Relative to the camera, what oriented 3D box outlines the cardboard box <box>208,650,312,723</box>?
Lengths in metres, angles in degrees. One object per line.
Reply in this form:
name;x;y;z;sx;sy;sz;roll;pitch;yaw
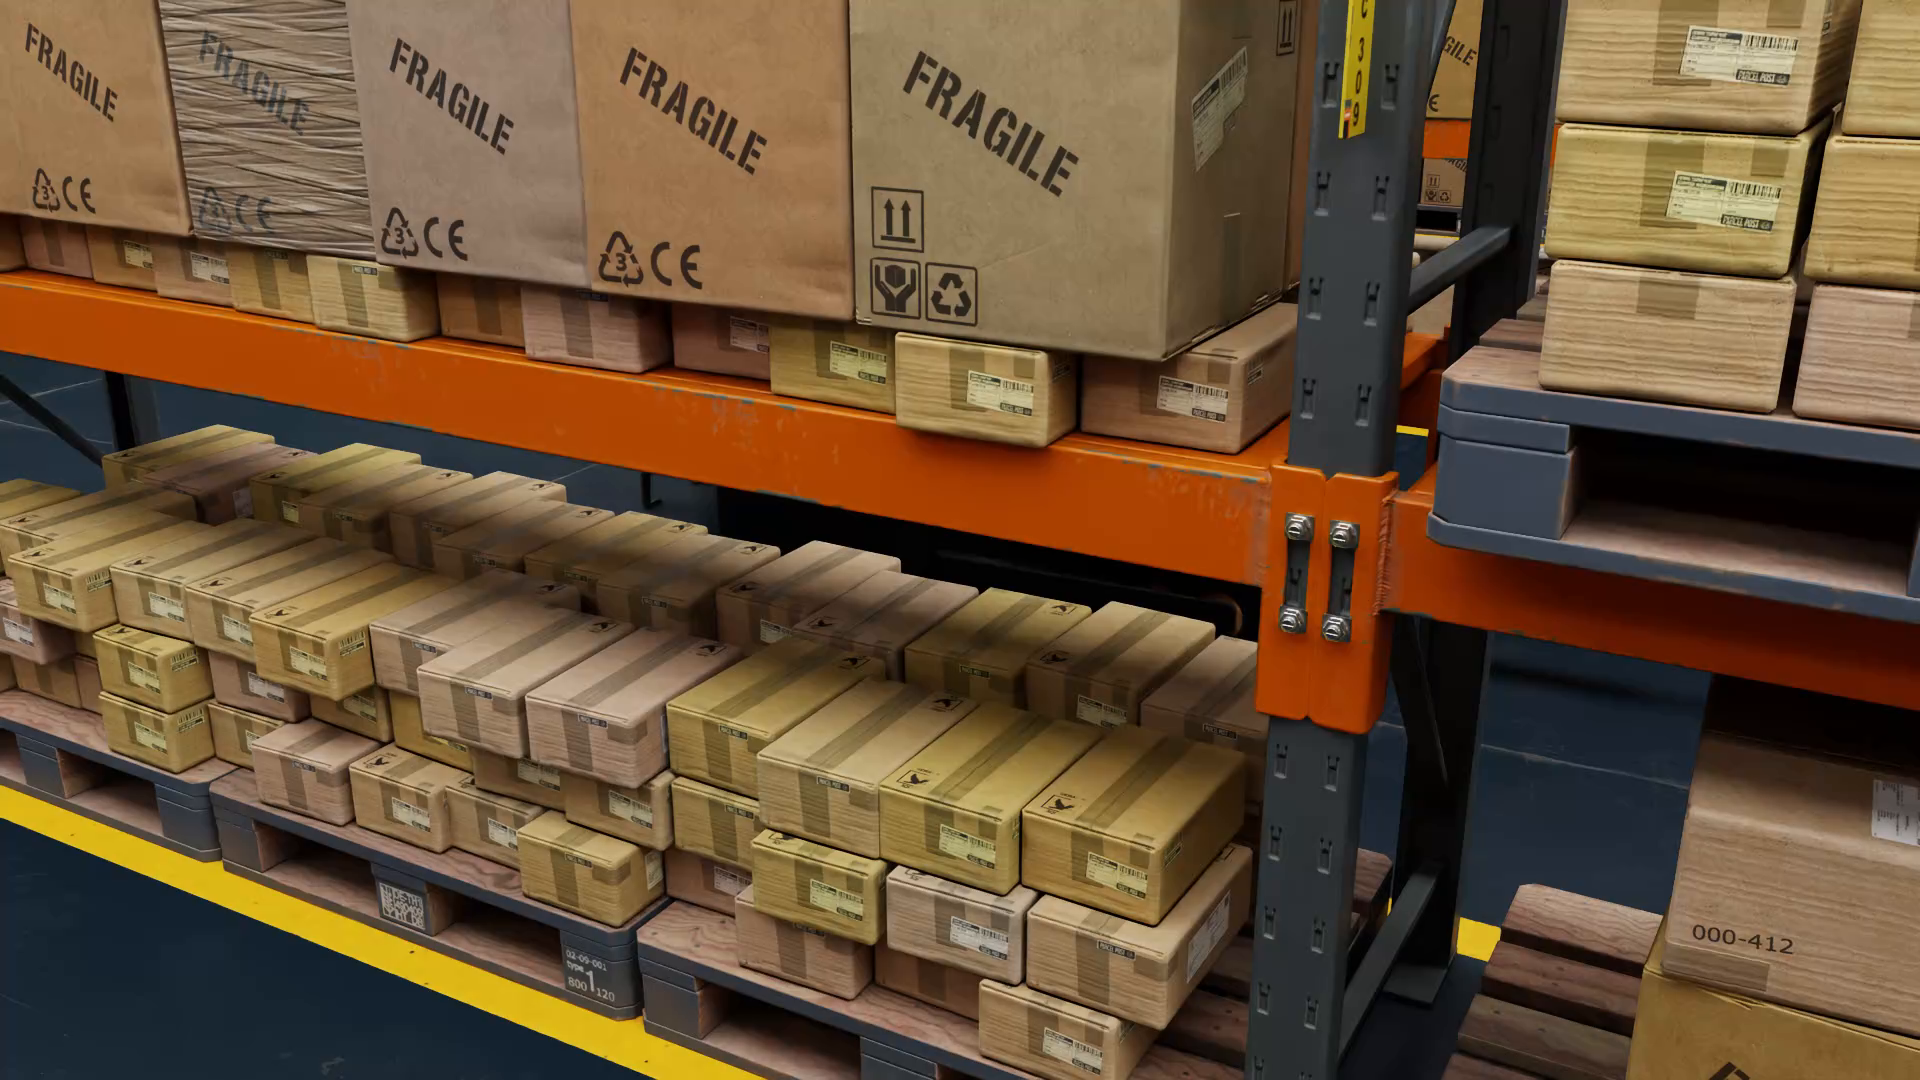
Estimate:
cardboard box;-1.502;0.263;3.870;0.250;0.149;0.380;10;22;25

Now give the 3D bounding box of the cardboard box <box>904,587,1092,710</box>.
cardboard box;0.084;0.248;3.476;0.250;0.149;0.380;10;22;27

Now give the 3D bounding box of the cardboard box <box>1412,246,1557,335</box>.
cardboard box;2.571;-1.026;7.435;0.875;0.438;0.875;10;22;27

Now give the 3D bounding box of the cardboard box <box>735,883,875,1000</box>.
cardboard box;-0.216;0.680;3.156;0.250;0.149;0.380;10;22;26

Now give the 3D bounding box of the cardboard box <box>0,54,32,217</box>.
cardboard box;-2.015;-1.019;3.694;0.500;0.500;0.500;11;23;27

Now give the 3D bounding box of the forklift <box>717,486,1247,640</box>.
forklift;0.726;-1.258;5.035;3.031;2.935;1.130;9;22;24

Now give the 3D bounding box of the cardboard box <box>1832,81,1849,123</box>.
cardboard box;1.184;-0.618;2.485;0.250;0.149;0.380;12;23;29

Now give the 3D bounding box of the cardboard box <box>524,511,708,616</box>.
cardboard box;-0.811;0.071;3.963;0.250;0.149;0.380;11;23;28

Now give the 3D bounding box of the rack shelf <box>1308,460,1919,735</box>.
rack shelf;2.487;0.265;1.791;4.000;0.370;1.077;11;23;27

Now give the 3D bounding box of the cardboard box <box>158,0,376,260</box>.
cardboard box;-1.145;-0.851;3.230;0.500;0.500;0.500;10;22;26

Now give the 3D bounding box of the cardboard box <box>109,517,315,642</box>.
cardboard box;-1.746;0.087;3.919;0.250;0.149;0.380;10;22;25

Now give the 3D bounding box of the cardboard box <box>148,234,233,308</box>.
cardboard box;-1.458;-0.607;3.507;0.250;0.149;0.380;10;22;26

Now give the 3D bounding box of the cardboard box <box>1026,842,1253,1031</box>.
cardboard box;0.310;0.639;2.832;0.250;0.149;0.380;11;23;28

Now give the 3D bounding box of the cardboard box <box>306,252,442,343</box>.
cardboard box;-1.023;-0.504;3.224;0.250;0.149;0.380;11;23;28

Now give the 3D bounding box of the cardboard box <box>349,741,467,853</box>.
cardboard box;-1.093;0.507;3.632;0.250;0.149;0.380;11;23;27

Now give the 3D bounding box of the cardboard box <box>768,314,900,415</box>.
cardboard box;-0.105;-0.338;2.767;0.250;0.149;0.380;12;23;29

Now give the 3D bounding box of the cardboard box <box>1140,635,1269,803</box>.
cardboard box;0.541;0.338;3.226;0.250;0.149;0.380;12;23;29

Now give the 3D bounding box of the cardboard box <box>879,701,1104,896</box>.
cardboard box;0.060;0.445;2.932;0.250;0.149;0.380;11;23;28

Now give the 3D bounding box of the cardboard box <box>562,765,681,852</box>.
cardboard box;-0.578;0.451;3.351;0.250;0.149;0.380;11;23;29

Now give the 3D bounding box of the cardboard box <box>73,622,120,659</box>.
cardboard box;-1.951;0.172;4.120;0.250;0.149;0.380;11;23;28

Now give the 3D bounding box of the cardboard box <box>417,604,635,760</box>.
cardboard box;-0.872;0.281;3.385;0.250;0.149;0.380;10;22;25

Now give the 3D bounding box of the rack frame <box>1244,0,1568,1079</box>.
rack frame;0.740;-0.406;2.585;0.127;3.000;1.000;11;23;27

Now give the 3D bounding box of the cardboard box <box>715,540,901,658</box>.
cardboard box;-0.337;0.144;3.761;0.250;0.149;0.380;11;23;28

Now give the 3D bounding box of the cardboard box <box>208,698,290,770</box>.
cardboard box;-1.523;0.402;3.923;0.250;0.149;0.380;11;23;27

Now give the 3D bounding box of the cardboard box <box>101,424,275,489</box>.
cardboard box;-2.166;-0.195;4.697;0.250;0.149;0.380;11;23;28

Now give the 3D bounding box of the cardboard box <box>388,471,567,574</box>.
cardboard box;-1.230;-0.041;4.272;0.250;0.149;0.380;12;23;29

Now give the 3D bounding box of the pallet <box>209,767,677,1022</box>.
pallet;-0.932;0.601;3.898;1.213;0.211;1.003;11;23;27

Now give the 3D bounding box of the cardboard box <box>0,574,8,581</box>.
cardboard box;-2.419;0.096;4.332;0.250;0.149;0.380;12;23;30

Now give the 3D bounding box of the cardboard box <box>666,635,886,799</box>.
cardboard box;-0.349;0.339;3.223;0.250;0.149;0.380;12;23;29

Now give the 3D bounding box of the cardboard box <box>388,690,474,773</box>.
cardboard box;-1.014;0.344;3.647;0.250;0.149;0.380;12;23;30

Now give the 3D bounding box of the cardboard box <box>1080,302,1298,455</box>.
cardboard box;0.377;-0.265;2.567;0.250;0.149;0.380;11;22;27

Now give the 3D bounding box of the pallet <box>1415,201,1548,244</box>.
pallet;3.816;-2.381;12.119;1.213;0.211;1.003;11;23;27

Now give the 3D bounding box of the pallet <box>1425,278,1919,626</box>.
pallet;1.337;-0.145;2.148;1.213;0.211;1.003;11;23;27

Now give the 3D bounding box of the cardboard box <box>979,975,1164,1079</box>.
cardboard box;0.232;0.773;2.900;0.250;0.149;0.380;11;23;28

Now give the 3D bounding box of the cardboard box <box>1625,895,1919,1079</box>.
cardboard box;1.256;0.774;2.383;0.500;0.500;0.500;12;23;29

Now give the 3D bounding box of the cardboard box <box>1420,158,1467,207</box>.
cardboard box;3.620;-2.661;11.851;0.500;0.500;0.500;11;23;28

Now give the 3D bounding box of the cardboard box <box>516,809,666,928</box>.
cardboard box;-0.672;0.601;3.374;0.250;0.149;0.380;11;23;27

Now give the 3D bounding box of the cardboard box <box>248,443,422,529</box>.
cardboard box;-1.686;-0.131;4.520;0.250;0.149;0.380;10;22;26

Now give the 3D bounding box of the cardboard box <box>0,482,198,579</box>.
cardboard box;-2.161;-0.010;4.185;0.250;0.149;0.380;11;23;28

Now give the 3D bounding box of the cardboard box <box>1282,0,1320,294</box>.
cardboard box;0.431;-0.750;2.951;0.500;0.500;0.500;10;22;26

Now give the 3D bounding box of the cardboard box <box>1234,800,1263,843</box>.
cardboard box;0.580;0.442;3.378;0.250;0.149;0.380;12;23;30

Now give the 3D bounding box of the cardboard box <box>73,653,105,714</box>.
cardboard box;-1.962;0.313;4.169;0.250;0.149;0.380;11;23;28

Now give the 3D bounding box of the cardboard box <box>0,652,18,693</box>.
cardboard box;-2.450;0.254;4.330;0.250;0.149;0.380;11;23;28

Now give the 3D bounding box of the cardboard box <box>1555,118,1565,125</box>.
cardboard box;2.537;-1.944;6.680;0.500;0.500;0.500;11;23;28

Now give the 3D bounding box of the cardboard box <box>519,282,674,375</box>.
cardboard box;-0.570;-0.425;3.005;0.250;0.149;0.380;10;22;25

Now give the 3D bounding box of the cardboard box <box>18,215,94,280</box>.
cardboard box;-1.884;-0.708;3.788;0.250;0.149;0.380;12;23;30

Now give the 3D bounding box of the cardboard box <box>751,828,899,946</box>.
cardboard box;-0.174;0.559;3.054;0.250;0.149;0.380;10;22;25

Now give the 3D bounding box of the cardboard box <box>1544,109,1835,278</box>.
cardboard box;0.860;-0.422;1.947;0.250;0.149;0.380;11;23;28

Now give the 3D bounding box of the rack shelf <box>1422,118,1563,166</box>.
rack shelf;1.320;-1.891;7.733;4.000;0.370;1.077;11;23;27

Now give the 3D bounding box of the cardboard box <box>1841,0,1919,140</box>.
cardboard box;1.107;-0.518;1.774;0.250;0.149;0.380;11;23;29

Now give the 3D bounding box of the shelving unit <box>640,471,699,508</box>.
shelving unit;-0.870;-1.131;5.905;0.503;2.100;0.431;9;22;24

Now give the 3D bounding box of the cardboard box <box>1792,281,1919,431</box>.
cardboard box;1.105;-0.238;1.876;0.250;0.149;0.380;11;23;28

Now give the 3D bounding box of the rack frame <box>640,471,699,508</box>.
rack frame;-1.090;-1.168;6.005;0.015;2.100;0.400;9;22;24

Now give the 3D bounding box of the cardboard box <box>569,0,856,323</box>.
cardboard box;-0.272;-0.676;2.746;0.500;0.500;0.500;10;22;26

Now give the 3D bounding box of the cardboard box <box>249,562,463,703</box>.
cardboard box;-1.301;0.193;3.626;0.250;0.149;0.380;11;23;28
